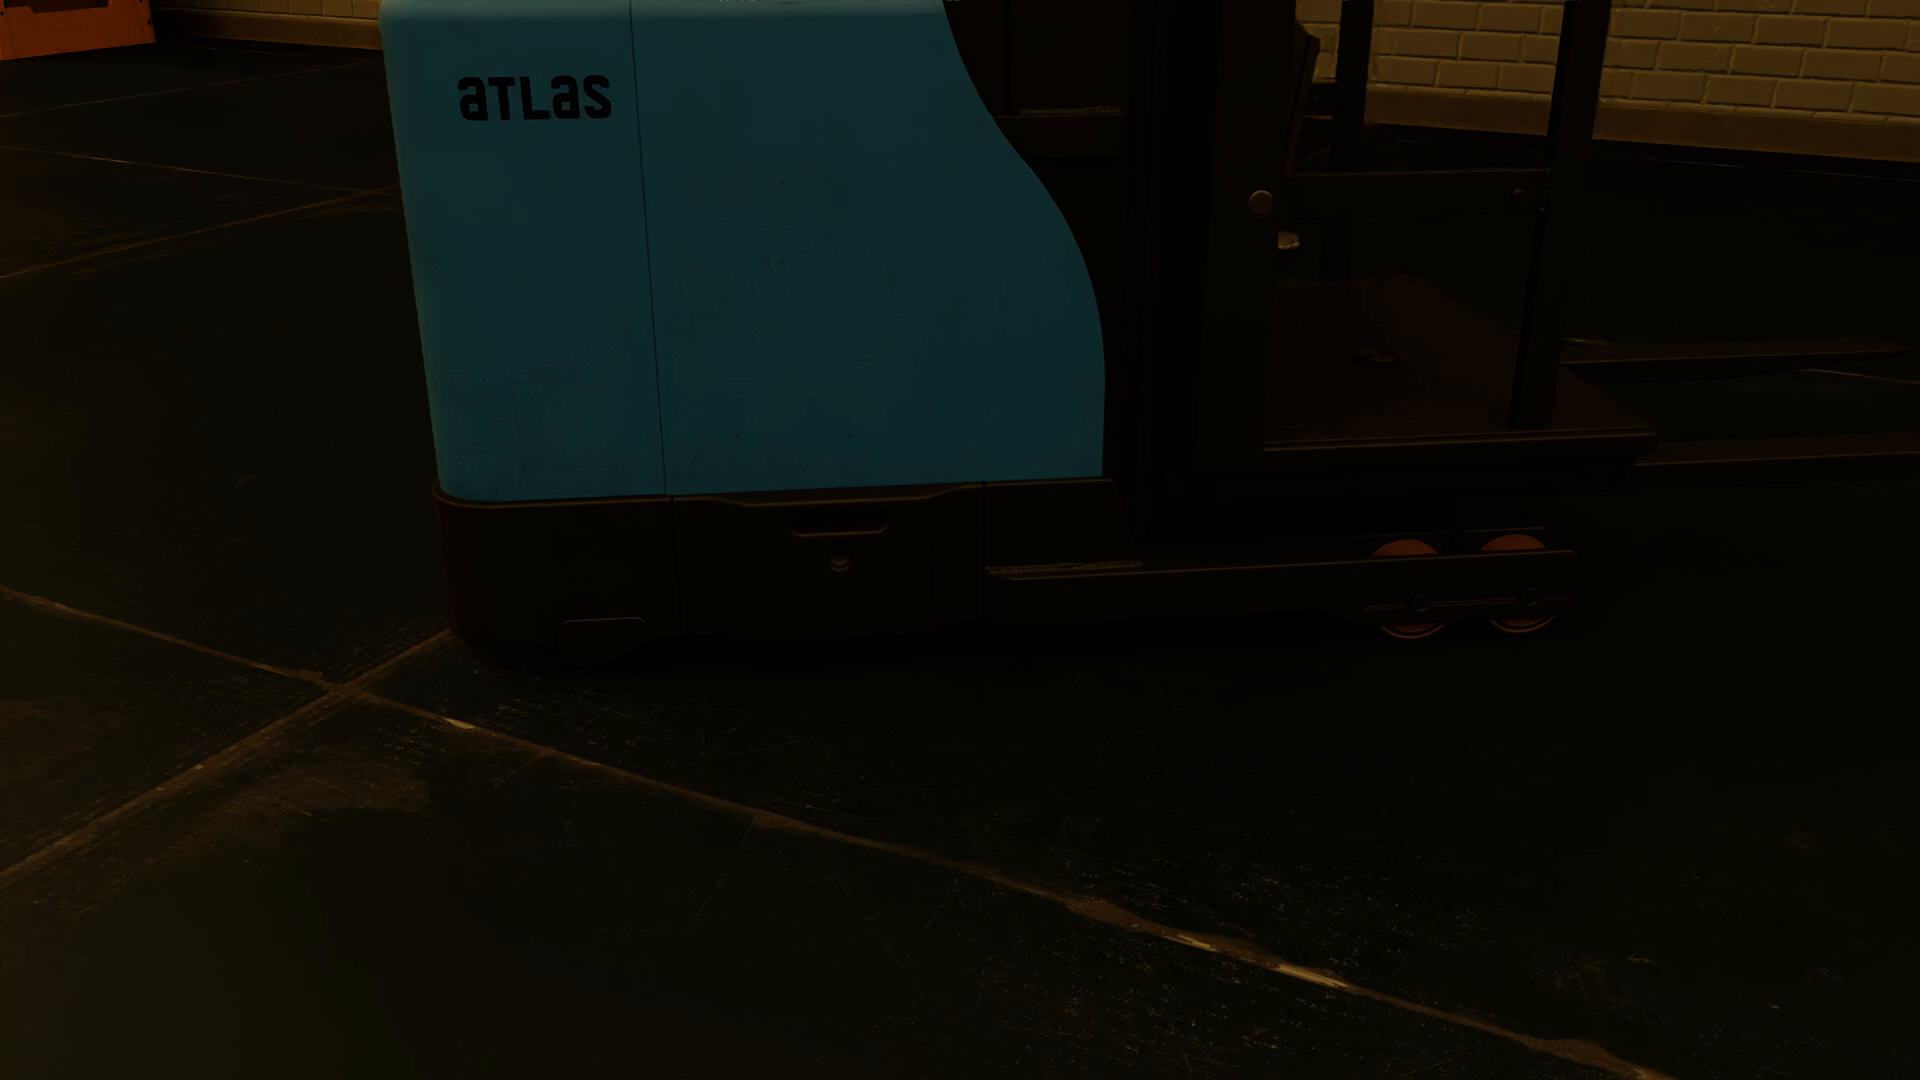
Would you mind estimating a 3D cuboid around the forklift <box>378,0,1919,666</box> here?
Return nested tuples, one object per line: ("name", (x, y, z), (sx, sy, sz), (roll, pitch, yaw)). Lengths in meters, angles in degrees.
("forklift", (0.617, -1.383, 2.736), (3.031, 2.935, 1.130), (-3, 23, -6))

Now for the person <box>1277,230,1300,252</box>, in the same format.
("person", (0.799, -1.647, 5.012), (0.433, 1.646, 0.708), (12, 26, 26))
